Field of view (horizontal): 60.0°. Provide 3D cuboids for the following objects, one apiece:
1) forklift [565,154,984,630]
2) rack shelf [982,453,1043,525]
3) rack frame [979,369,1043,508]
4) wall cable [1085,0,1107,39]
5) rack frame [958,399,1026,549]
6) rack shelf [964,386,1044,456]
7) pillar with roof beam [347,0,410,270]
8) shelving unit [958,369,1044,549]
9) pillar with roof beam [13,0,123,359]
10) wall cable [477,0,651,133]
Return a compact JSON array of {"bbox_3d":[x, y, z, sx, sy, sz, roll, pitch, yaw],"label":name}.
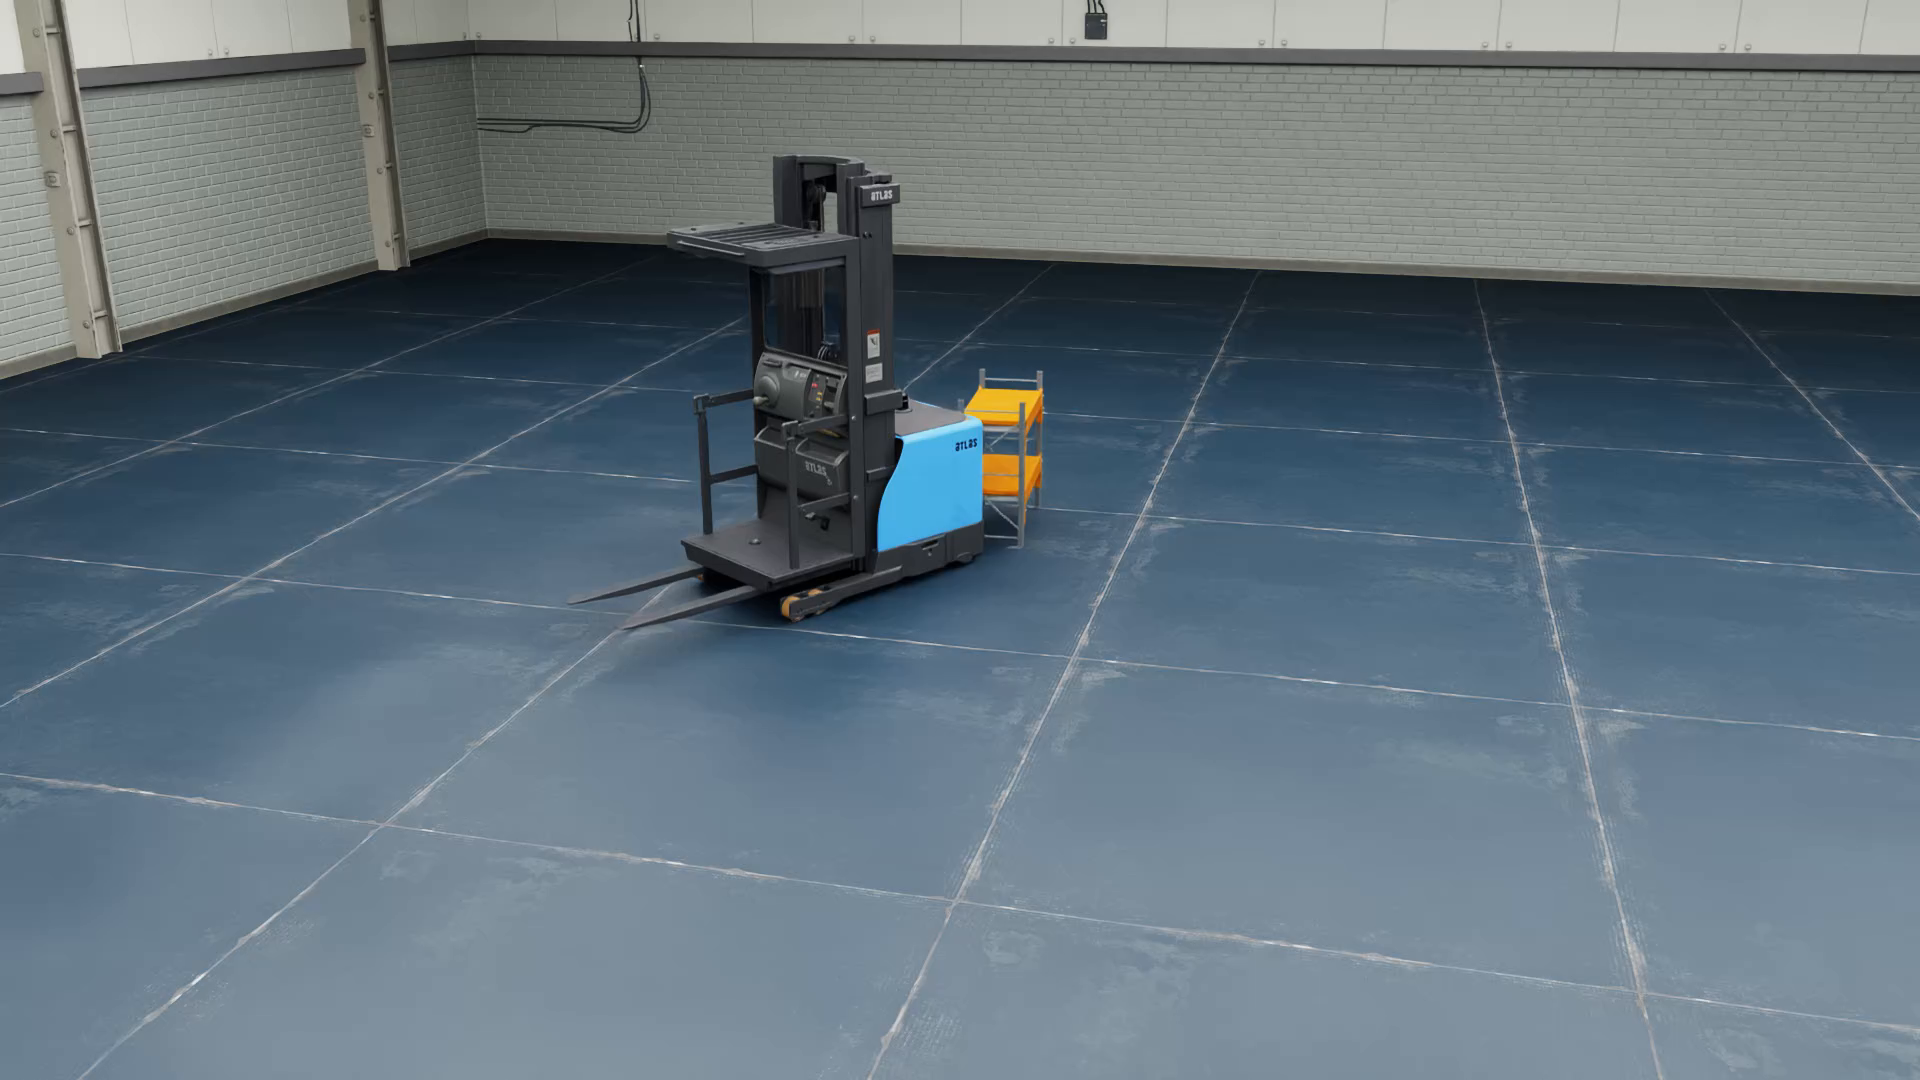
[{"bbox_3d":[-1.241,-1.033,11.177,3.031,2.935,1.130,-17,25,-40],"label":"forklift"},{"bbox_3d":[0.317,-0.416,12.922,0.538,0.278,1.000,3,19,9],"label":"rack shelf"},{"bbox_3d":[0.403,-0.809,13.317,0.500,1.125,0.032,3,19,9],"label":"rack frame"},{"bbox_3d":[2.906,-9.922,22.552,2.305,6.003,0.169,5,19,13],"label":"wall cable"},{"bbox_3d":[0.231,-0.486,12.369,0.500,1.125,0.032,3,19,9],"label":"rack frame"},{"bbox_3d":[0.317,-0.924,12.748,0.538,0.278,1.000,3,19,9],"label":"rack shelf"},{"bbox_3d":[-4.123,-7.908,21.919,9.100,9.000,0.400,5,19,13],"label":"pillar with roof beam"},{"bbox_3d":[0.317,-0.647,12.843,0.538,1.125,1.048,3,19,9],"label":"shelving unit"},{"bbox_3d":[-5.589,-6.028,16.413,9.100,9.000,0.400,5,19,13],"label":"pillar with roof beam"},{"bbox_3d":[-6.296,-7.598,25.814,3.097,2.526,0.112,5,19,13],"label":"wall cable"}]
